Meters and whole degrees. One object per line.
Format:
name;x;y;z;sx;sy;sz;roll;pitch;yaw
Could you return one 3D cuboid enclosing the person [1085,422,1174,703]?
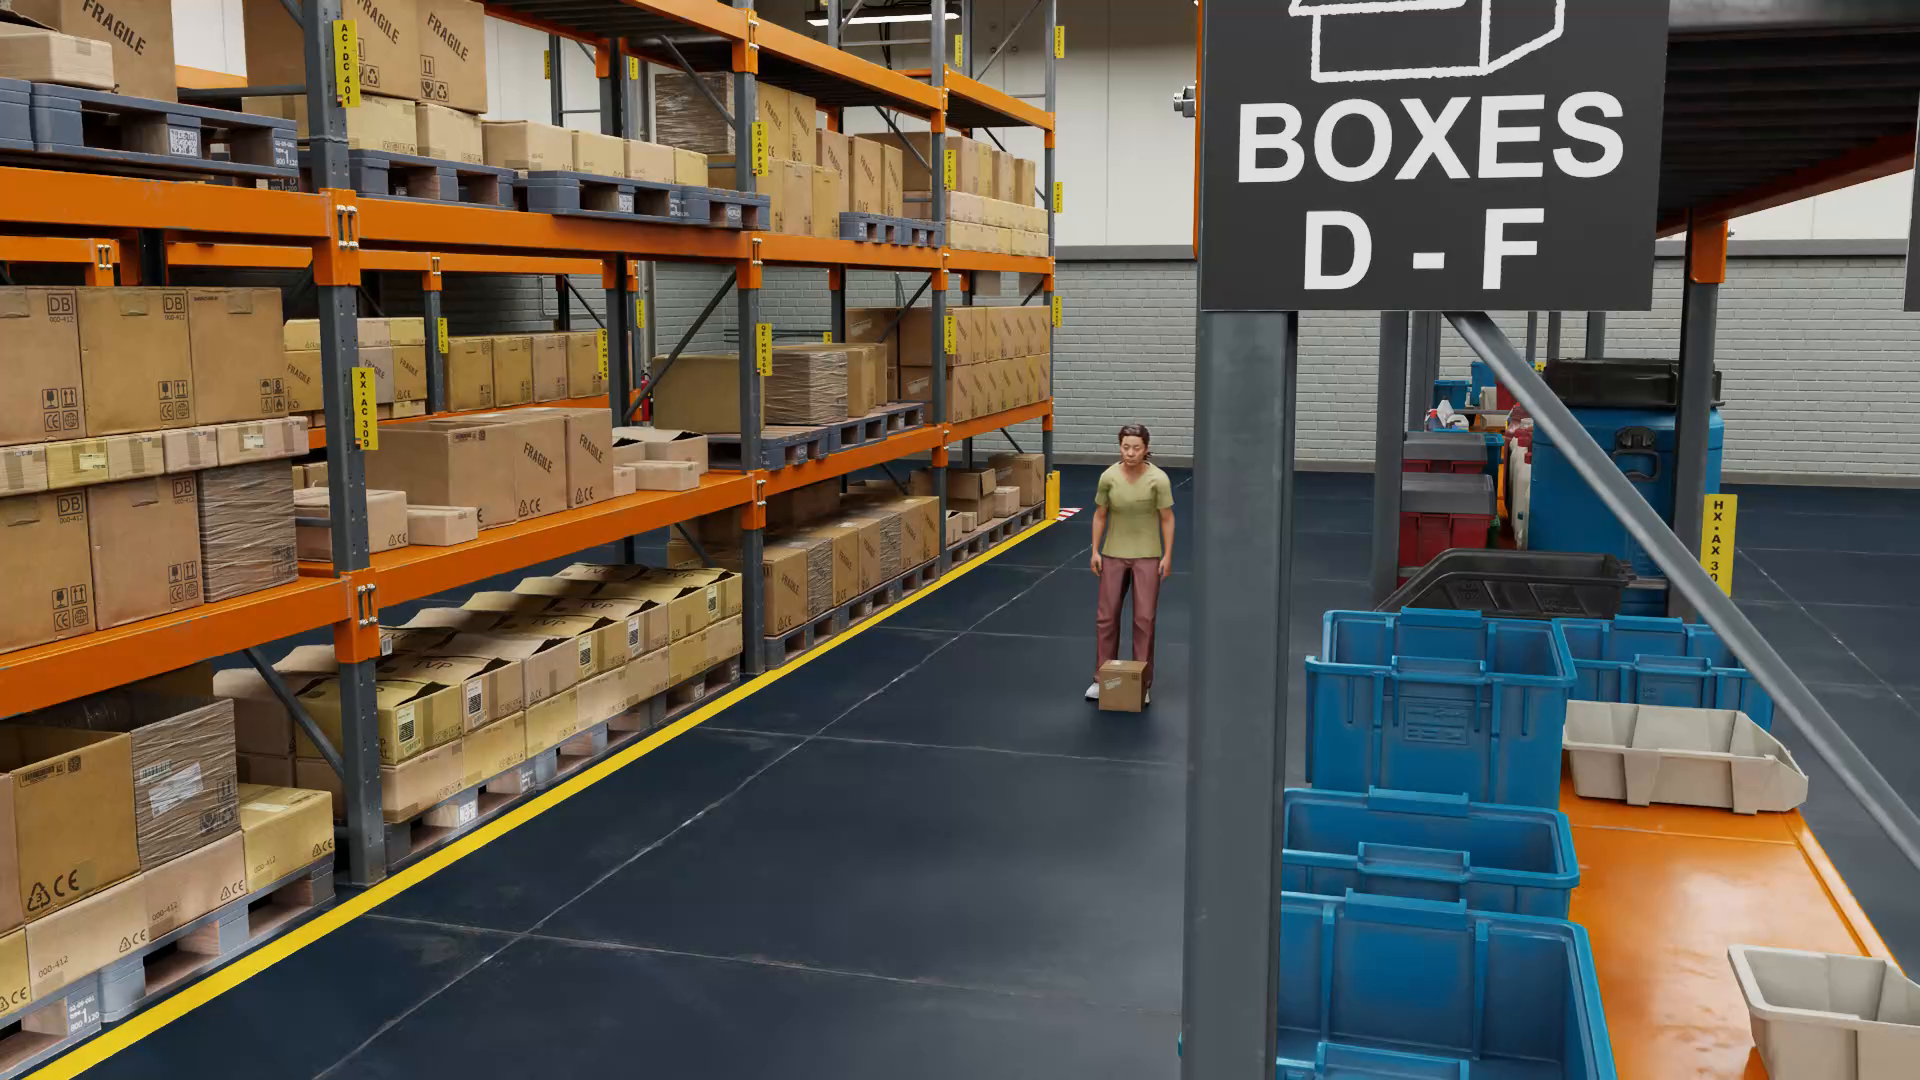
person;1.020;0.128;9.971;0.499;1.673;0.406;2;9;16
